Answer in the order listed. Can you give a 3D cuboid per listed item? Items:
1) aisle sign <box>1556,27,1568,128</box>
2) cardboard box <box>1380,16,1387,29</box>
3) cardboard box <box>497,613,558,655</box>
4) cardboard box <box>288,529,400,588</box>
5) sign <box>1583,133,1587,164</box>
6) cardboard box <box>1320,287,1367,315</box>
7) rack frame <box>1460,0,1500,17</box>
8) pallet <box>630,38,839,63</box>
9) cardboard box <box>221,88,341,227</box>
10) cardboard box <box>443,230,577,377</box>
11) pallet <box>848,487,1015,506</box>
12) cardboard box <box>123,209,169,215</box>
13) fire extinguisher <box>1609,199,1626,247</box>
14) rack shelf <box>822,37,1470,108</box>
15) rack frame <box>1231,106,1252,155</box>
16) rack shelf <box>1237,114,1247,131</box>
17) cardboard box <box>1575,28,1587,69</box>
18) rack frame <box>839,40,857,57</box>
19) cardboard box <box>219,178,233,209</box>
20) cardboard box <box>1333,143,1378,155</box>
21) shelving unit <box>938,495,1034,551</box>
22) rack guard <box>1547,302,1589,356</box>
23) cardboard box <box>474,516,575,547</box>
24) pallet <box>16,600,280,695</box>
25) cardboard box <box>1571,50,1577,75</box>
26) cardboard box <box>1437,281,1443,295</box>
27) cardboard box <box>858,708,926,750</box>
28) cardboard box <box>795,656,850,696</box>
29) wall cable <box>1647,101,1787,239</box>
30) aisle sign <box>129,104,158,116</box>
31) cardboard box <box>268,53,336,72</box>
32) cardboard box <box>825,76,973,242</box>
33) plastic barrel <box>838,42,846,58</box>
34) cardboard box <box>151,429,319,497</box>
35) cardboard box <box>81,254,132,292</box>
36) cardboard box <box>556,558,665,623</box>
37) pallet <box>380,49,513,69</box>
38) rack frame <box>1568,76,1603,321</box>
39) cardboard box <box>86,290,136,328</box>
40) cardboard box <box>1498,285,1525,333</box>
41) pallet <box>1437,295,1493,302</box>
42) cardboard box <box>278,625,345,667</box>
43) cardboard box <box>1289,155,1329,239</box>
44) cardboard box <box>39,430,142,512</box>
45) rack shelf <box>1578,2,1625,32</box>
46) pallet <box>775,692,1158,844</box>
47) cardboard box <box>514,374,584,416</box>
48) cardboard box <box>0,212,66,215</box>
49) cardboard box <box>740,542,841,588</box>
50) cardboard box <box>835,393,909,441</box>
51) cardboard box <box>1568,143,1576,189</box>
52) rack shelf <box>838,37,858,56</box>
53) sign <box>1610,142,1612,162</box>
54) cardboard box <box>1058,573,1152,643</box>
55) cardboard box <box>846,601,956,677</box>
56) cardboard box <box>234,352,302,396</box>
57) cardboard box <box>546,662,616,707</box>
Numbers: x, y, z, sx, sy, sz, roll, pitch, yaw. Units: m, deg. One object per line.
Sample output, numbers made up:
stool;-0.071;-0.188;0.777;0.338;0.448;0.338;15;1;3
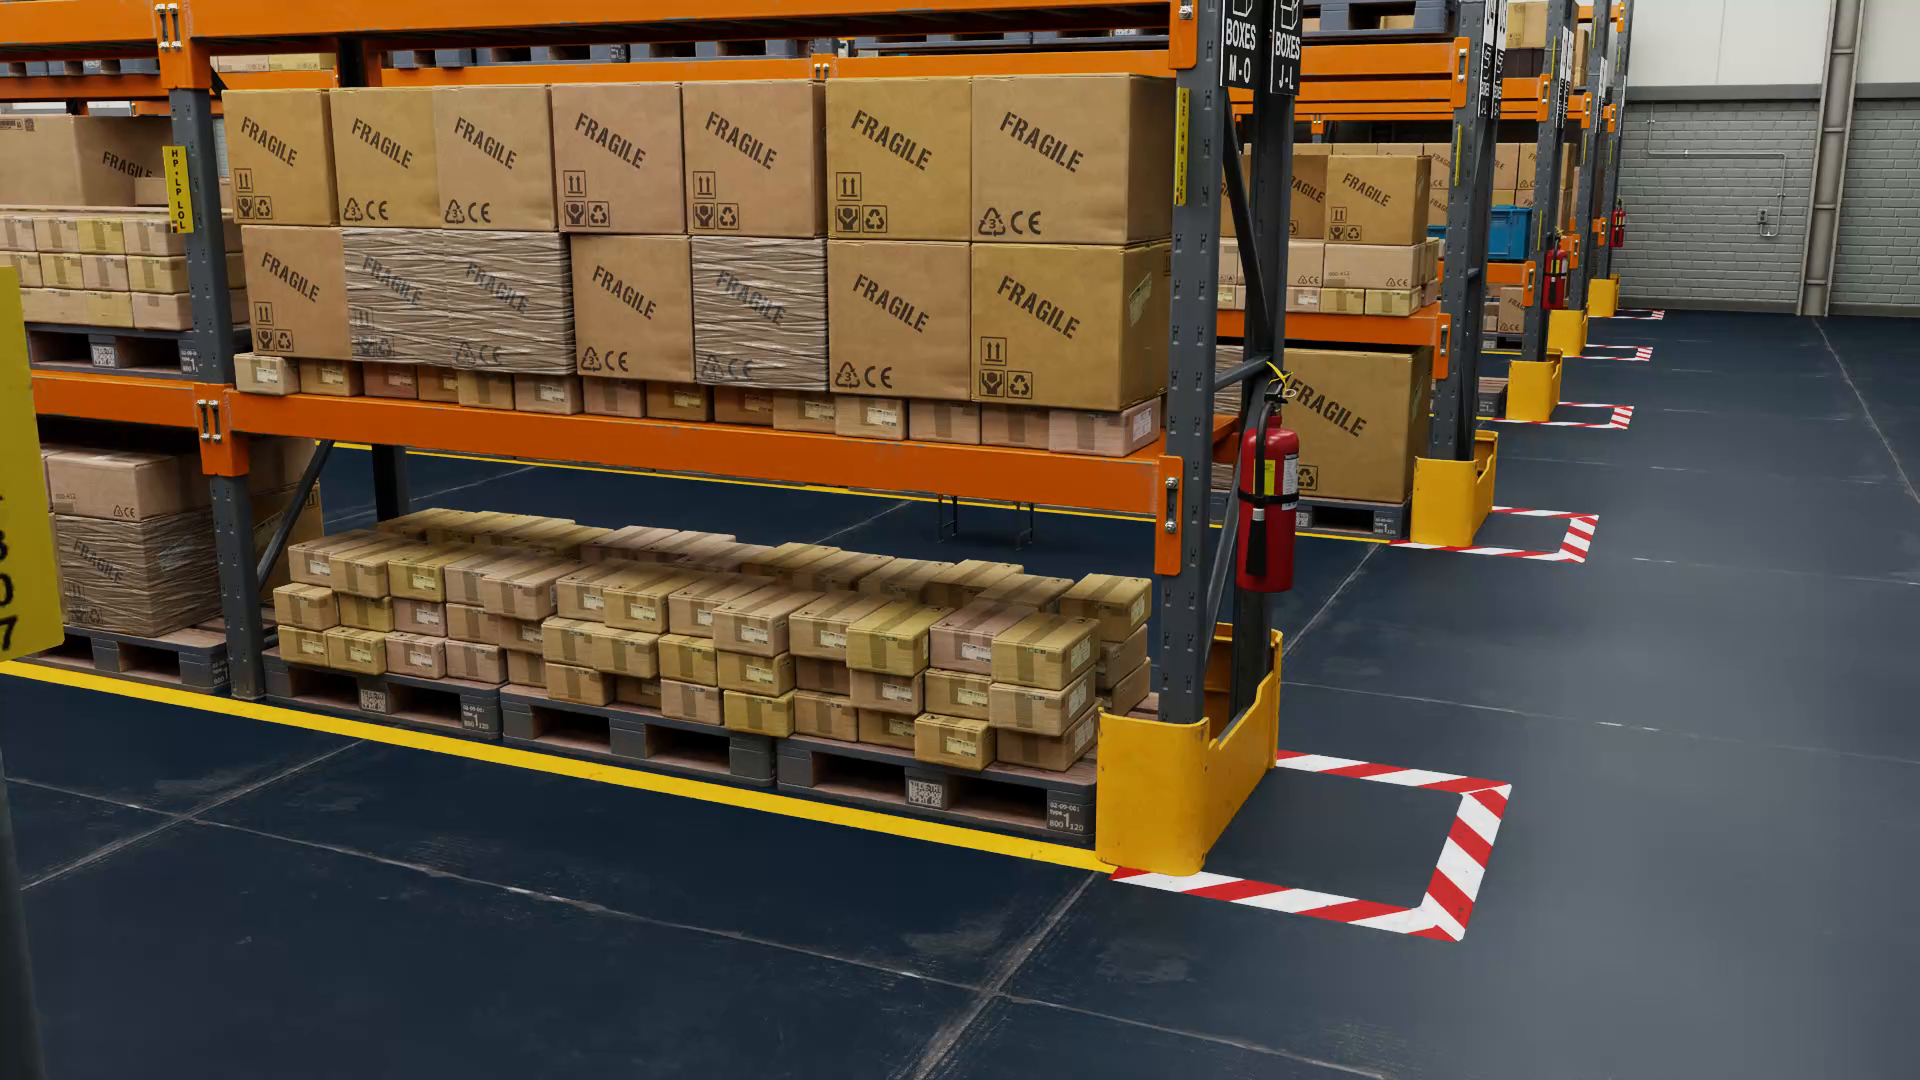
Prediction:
aisle sign;4.935;-3.785;13.628;0.004;0.787;0.394;6;14;23
cardboard box;4.660;-5.829;19.058;0.500;0.500;0.700;6;14;23
cardboard box;-1.582;0.319;6.501;0.250;0.149;0.380;7;15;26
cardboard box;-2.546;0.073;6.897;0.250;0.149;0.380;6;15;26
sign;6.755;-4.225;17.967;0.005;0.325;0.100;6;14;23
cardboard box;2.284;-1.418;9.782;0.250;0.149;0.380;6;14;24
rack frame;2.982;-4.473;9.120;0.127;3.000;1.000;6;14;23
pallet;-1.534;-3.364;11.379;1.217;0.209;0.805;5;14;21
cardboard box;-2.463;-1.484;6.453;0.500;0.500;0.500;6;15;25
cardboard box;-1.525;-0.893;6.123;0.500;0.500;0.500;5;14;22
pallet;-0.012;-0.478;11.332;1.213;0.211;1.003;6;14;23
cardboard box;-3.669;-1.473;7.793;0.250;0.149;0.380;6;14;22
fire extinguisher;8.952;-4.327;22.614;0.183;0.674;0.296;6;14;23
rack shelf;1.153;-2.848;10.333;4.000;0.370;1.077;6;14;23
rack frame;3.340;-3.991;20.199;0.127;3.000;1.000;6;14;23
rack shelf;1.512;-5.287;20.727;4.000;0.370;1.077;6;14;23
cardboard box;8.221;-6.673;22.608;0.500;0.500;0.500;6;14;23
rack frame;-1.971;-8.687;27.079;0.127;3.000;1.000;6;14;23
cardboard box;-5.393;-2.618;13.209;0.500;0.500;0.700;8;16;32
cardboard box;4.599;-4.329;19.231;0.500;0.500;0.500;5;14;22
shelving unit;0.151;-0.569;9.553;0.503;1.200;0.258;6;14;23
rack guard;6.928;-2.411;18.937;0.348;0.500;1.175;6;14;23
cardboard box;-1.866;0.013;7.151;0.250;0.149;0.380;6;14;23
pallet;-3.489;0.390;7.632;1.213;0.211;1.003;6;14;23
cardboard box;6.633;-5.354;18.673;0.500;0.250;0.500;6;14;23
cardboard box;6.912;-3.828;24.056;0.500;0.500;0.700;6;15;25
cardboard box;-0.168;0.607;5.922;0.250;0.149;0.380;6;14;23
cardboard box;-0.398;0.429;6.029;0.250;0.149;0.380;6;14;23
wall cable;10.555;-5.230;23.253;1.851;1.984;0.084;6;14;23
aisle sign;-9.825;-5.279;19.994;0.004;0.787;0.394;6;14;23
cardboard box;-4.867;-3.673;12.603;0.500;0.250;0.500;6;14;23
cardboard box;-0.102;-1.243;5.429;0.500;0.500;0.500;5;14;21
plastic barrel;-1.287;-4.856;16.701;0.301;0.262;0.301;0;13;0
cardboard box;-3.345;-0.372;7.686;0.500;0.250;0.500;5;14;21
cardboard box;-3.462;-1.143;7.038;0.250;0.149;0.380;6;14;24
cardboard box;-1.337;0.192;6.390;0.250;0.149;0.380;5;14;21
pallet;-3.722;-3.613;12.432;1.003;0.211;1.213;7;15;26
rack frame;6.998;-3.621;18.622;0.127;3.000;1.000;6;14;23
cardboard box;-3.458;-0.997;7.070;0.250;0.149;0.380;6;14;24
cardboard box;6.401;-2.617;18.852;0.500;0.500;0.500;6;14;23
pallet;7.126;-3.470;24.079;1.213;0.211;1.003;6;14;23
cardboard box;-2.574;0.388;6.856;0.250;0.149;0.380;5;14;21
cardboard box;2.195;-2.137;10.329;0.500;0.500;0.500;5;14;22
cardboard box;-4.025;-0.315;7.442;0.500;0.250;0.500;7;15;26
rack shelf;7.172;-7.217;23.264;4.000;0.370;1.077;6;14;23
pallet;0.082;0.742;6.130;1.213;0.211;1.003;6;14;23
cardboard box;-1.427;-0.567;6.157;0.250;0.149;0.380;6;15;26
cardboard box;-4.168;-1.361;7.317;0.250;0.149;0.380;5;14;21
cardboard box;-0.672;0.131;6.650;0.250;0.149;0.380;6;14;24
cardboard box;-0.222;-0.444;5.633;0.250;0.149;0.380;6;15;25
cardboard box;6.699;-4.253;18.906;0.500;0.500;0.500;6;15;25
rack shelf;-0.142;-7.957;26.418;4.000;0.370;1.077;6;14;23
sign;8.768;-5.223;22.396;0.005;0.325;0.100;6;14;23
cardboard box;0.539;0.248;6.149;0.250;0.149;0.380;5;14;21
cardboard box;-0.201;0.339;5.762;0.250;0.149;0.380;5;14;22
cardboard box;-2.650;-0.679;6.633;0.250;0.149;0.380;6;15;25
cardboard box;-1.371;0.500;6.380;0.250;0.149;0.380;5;14;22
